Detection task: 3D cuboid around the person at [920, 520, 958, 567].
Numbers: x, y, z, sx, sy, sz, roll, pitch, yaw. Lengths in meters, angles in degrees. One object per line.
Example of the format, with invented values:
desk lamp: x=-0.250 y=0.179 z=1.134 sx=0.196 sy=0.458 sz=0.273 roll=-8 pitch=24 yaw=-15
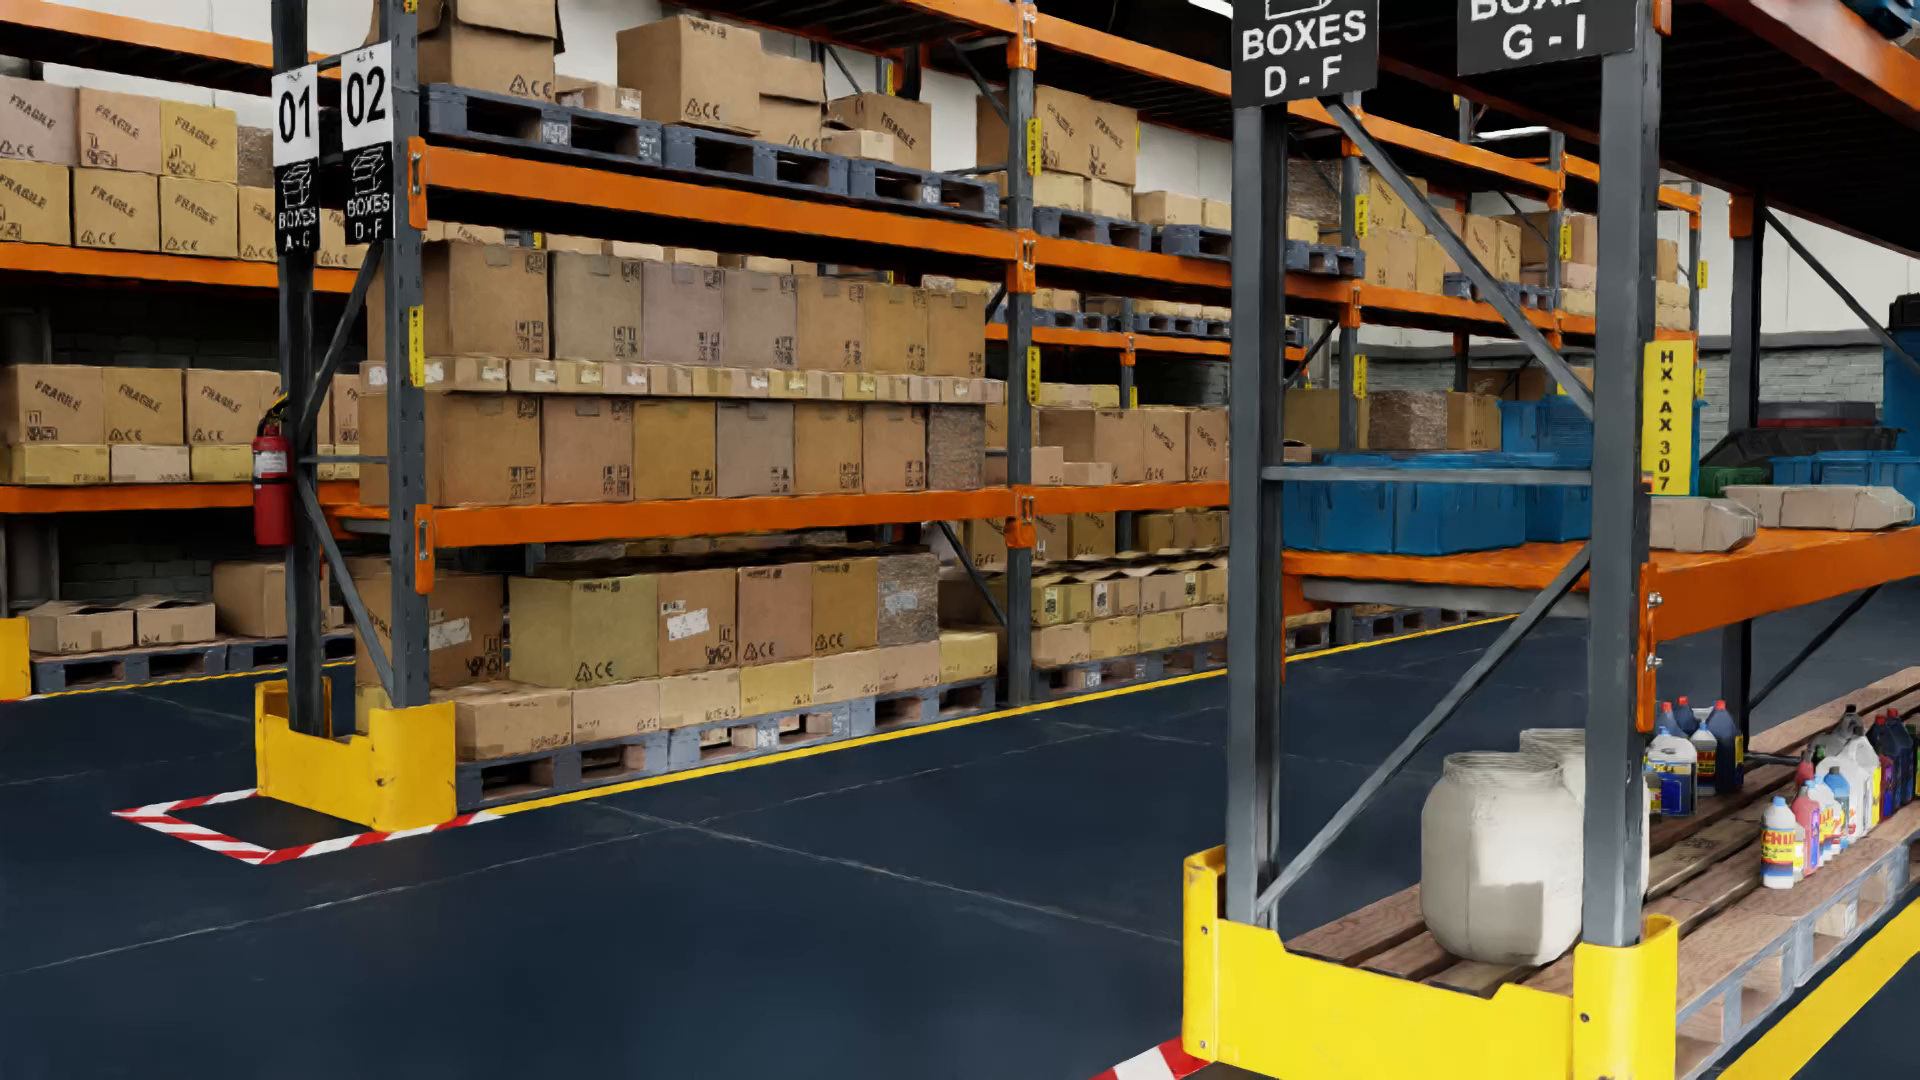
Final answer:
person: x=-0.144 y=-0.059 z=12.711 sx=0.730 sy=1.773 sz=0.683 roll=0 pitch=3 yaw=3
